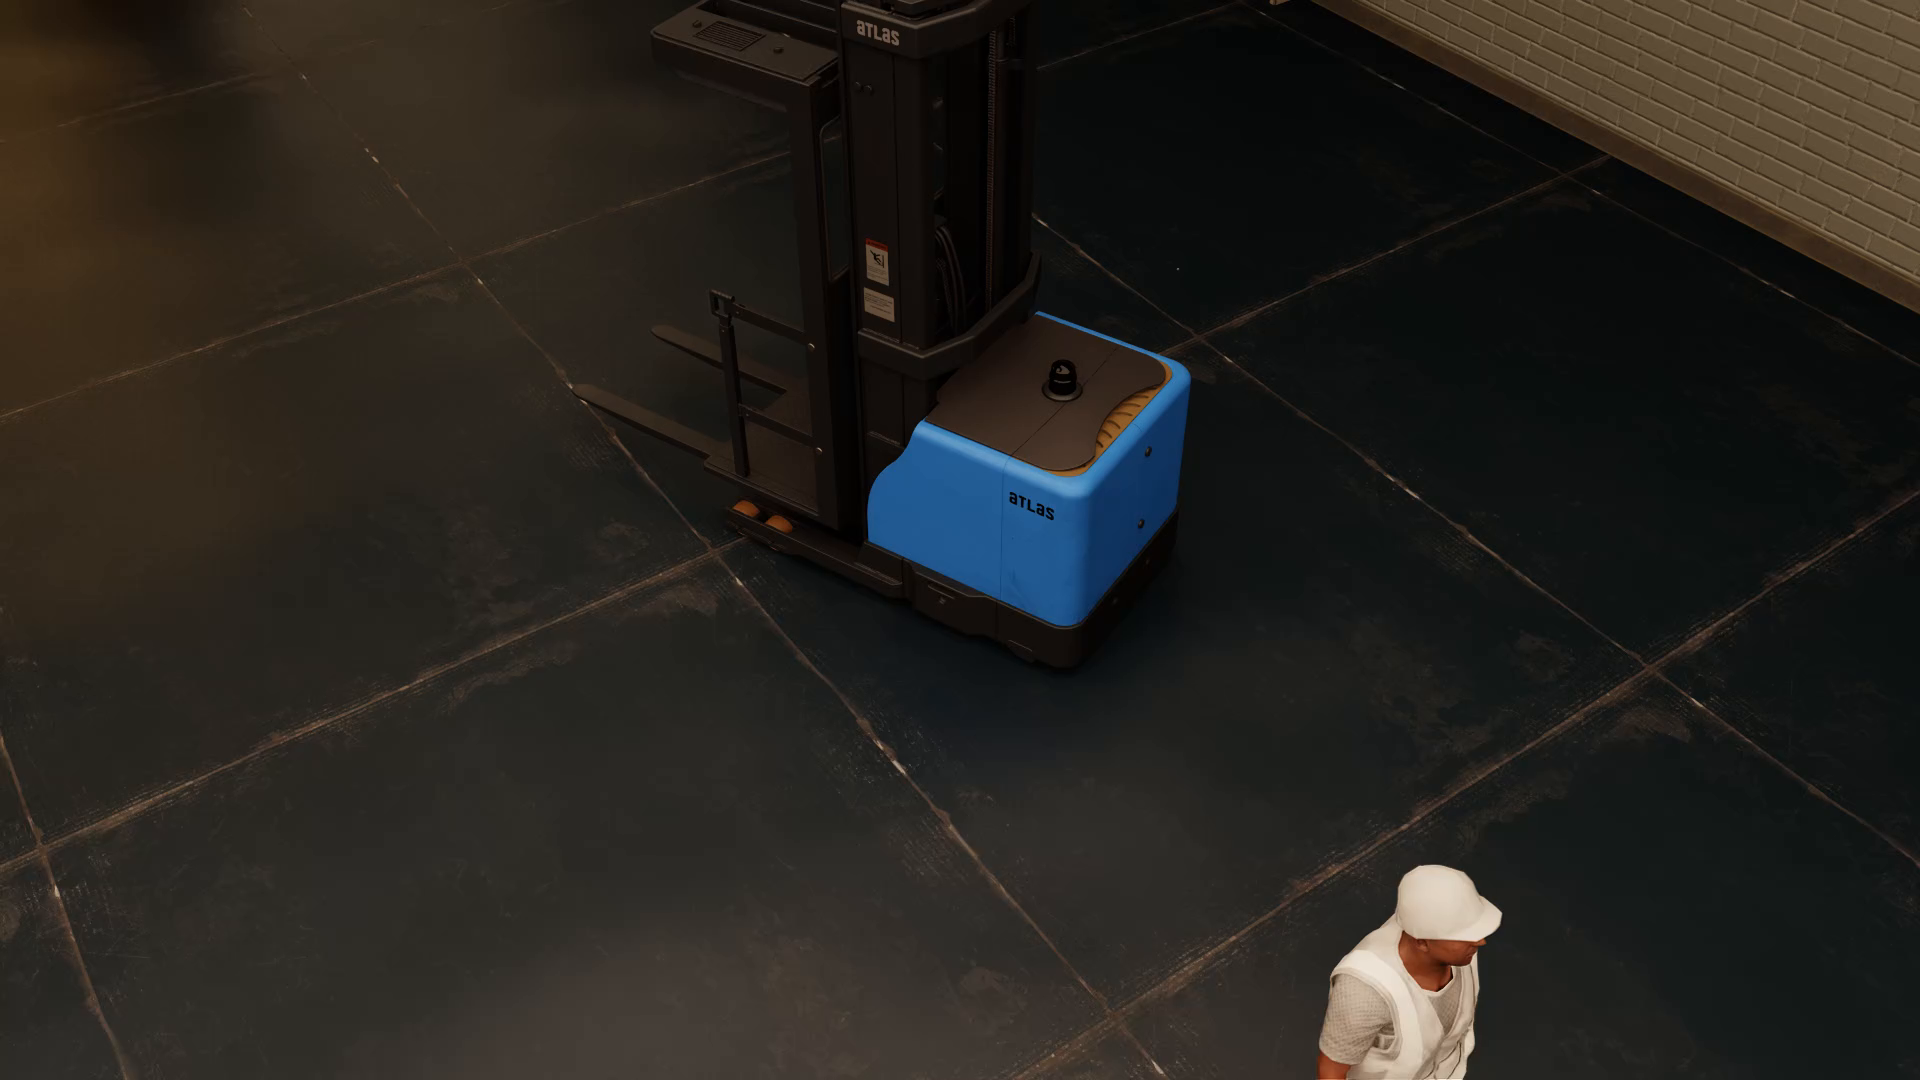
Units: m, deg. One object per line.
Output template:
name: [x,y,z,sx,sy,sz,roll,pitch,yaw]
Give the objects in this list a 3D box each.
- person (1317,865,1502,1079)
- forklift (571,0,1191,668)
person: [1.312,1.615,4.799,0.656,1.785,0.575,-32,52,-30]
forklift: [-0.511,-1.302,7.129,3.031,2.935,1.130,24,48,24]
